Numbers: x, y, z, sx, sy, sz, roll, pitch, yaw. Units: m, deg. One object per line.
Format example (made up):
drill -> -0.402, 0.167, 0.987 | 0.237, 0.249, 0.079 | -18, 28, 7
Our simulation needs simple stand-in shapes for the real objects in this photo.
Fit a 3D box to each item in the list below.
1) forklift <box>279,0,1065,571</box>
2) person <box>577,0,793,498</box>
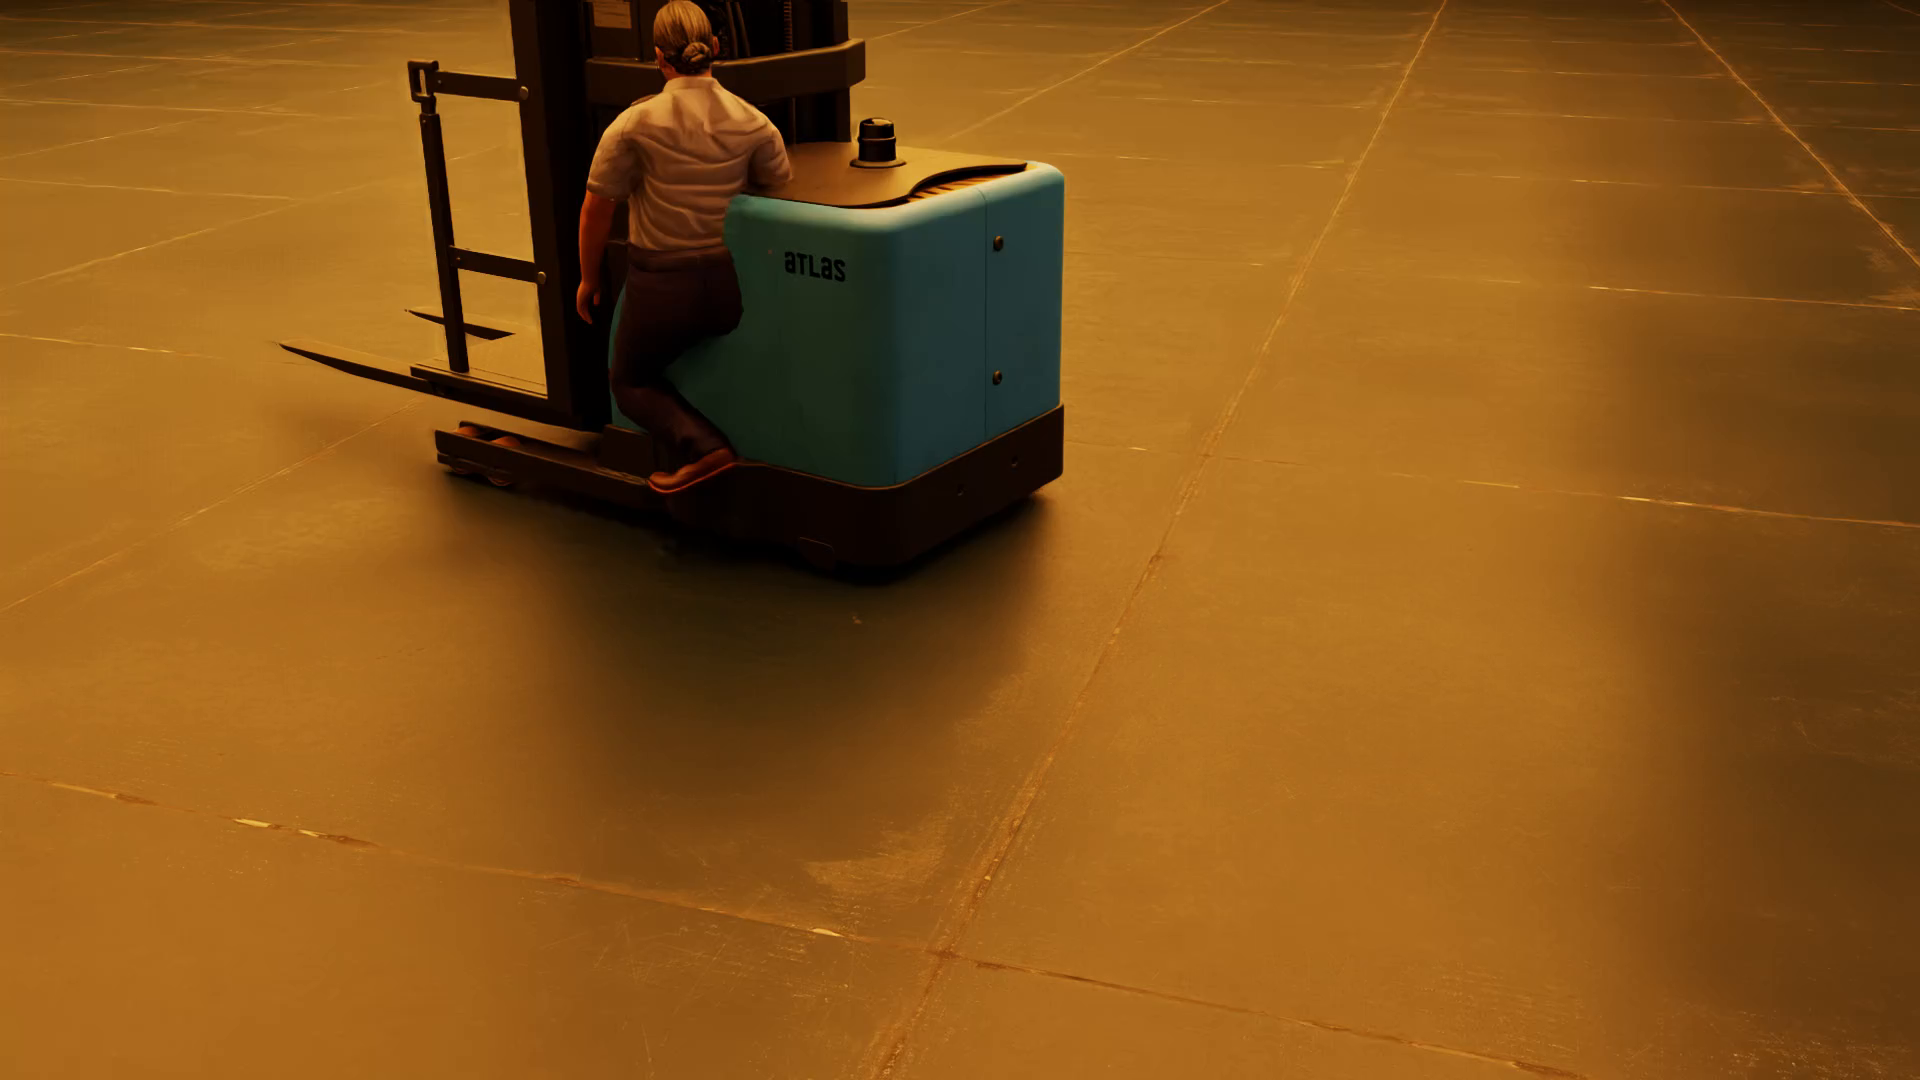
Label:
forklift -> -1.168, -1.683, 5.357 | 3.031, 2.935, 1.130 | 15, 27, 31
person -> -0.779, -0.788, 4.930 | 0.725, 1.581, 0.650 | -8, 24, -18
